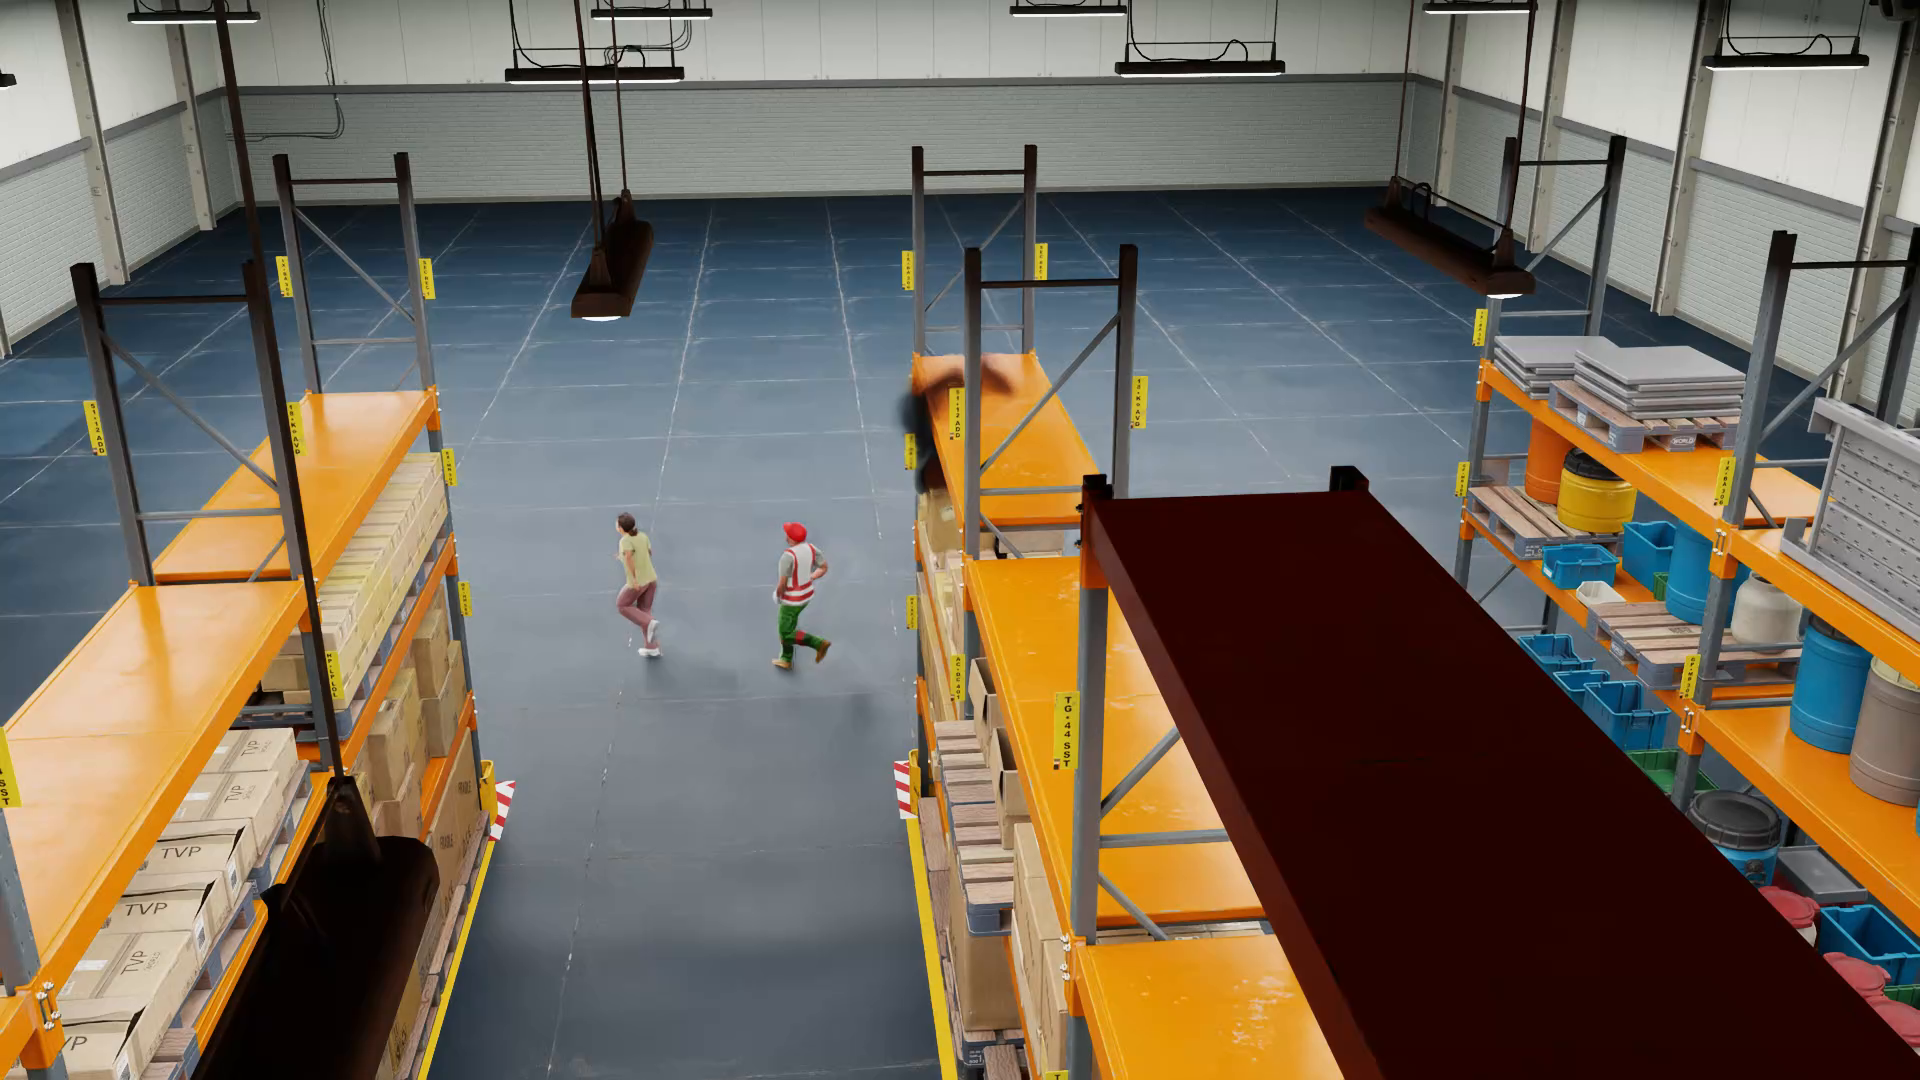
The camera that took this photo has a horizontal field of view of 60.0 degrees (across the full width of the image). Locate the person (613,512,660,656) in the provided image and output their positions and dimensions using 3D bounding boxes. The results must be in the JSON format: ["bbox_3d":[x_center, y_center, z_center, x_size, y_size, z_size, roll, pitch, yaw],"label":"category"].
[{"bbox_3d":[-3.563,0.486,18.267,0.646,1.604,0.562,14,26,32],"label":"person"}]

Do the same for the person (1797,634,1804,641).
[{"bbox_3d":[8.906,0.646,17.929,0.574,1.558,0.580,8,23,18],"label":"person"}]

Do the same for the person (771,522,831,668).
[{"bbox_3d":[-1.712,0.629,17.739,0.880,1.742,0.657,13,25,29],"label":"person"}]
